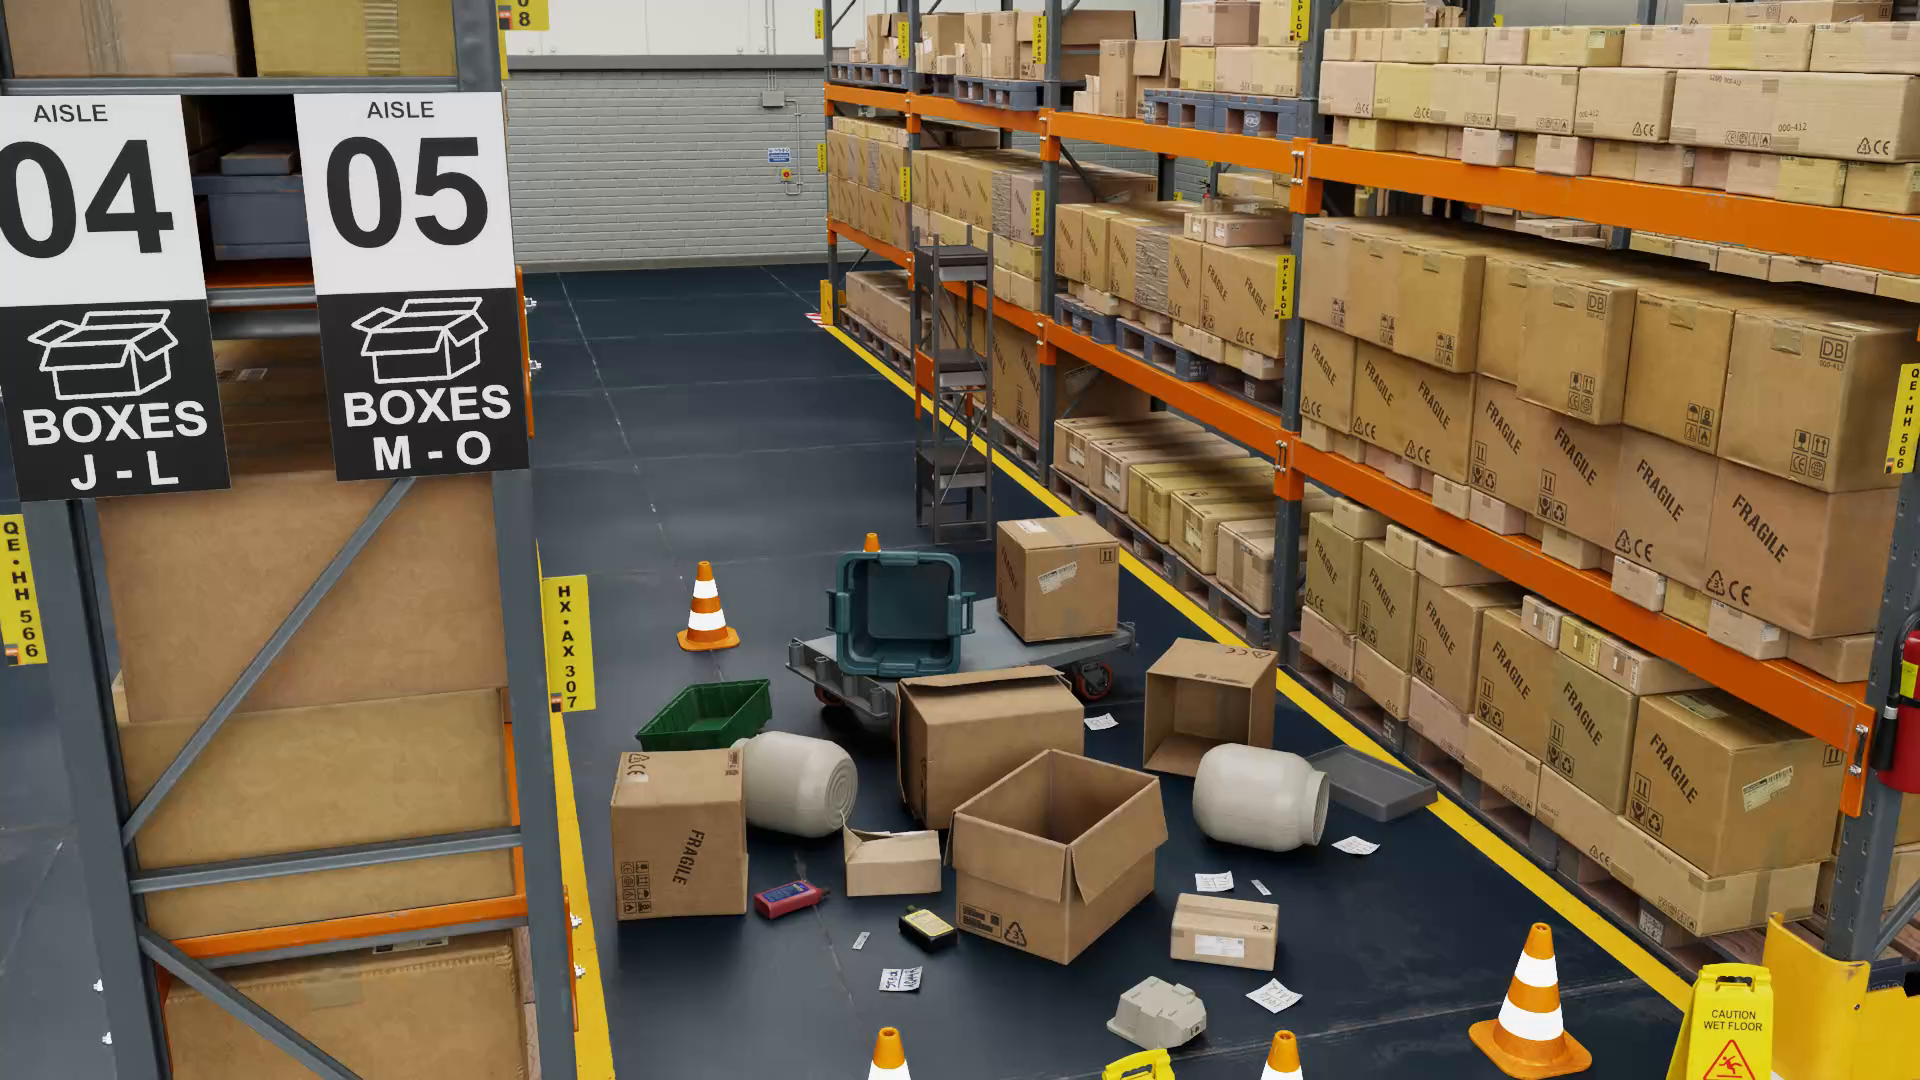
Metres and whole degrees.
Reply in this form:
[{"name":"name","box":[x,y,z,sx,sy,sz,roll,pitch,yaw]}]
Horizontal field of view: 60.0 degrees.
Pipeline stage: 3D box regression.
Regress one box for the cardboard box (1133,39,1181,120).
[{"name":"cardboard box","box":[1.551,-2.965,10.714,0.797,0.503,0.637,-5,17,-15]}]

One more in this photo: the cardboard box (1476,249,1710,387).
[{"name":"cardboard box","box":[2.578,-0.901,6.809,0.700,0.500,0.500,-5,17,-16]}]

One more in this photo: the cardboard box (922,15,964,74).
[{"name":"cardboard box","box":[-0.032,-4.424,14.847,0.500,0.500,0.500,-5,17,-16]}]

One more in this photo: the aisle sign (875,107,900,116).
[{"name":"aisle sign","box":[-0.816,-5.401,19.698,0.394,0.787,0.004,-5,17,-15]}]

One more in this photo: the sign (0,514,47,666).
[{"name":"sign","box":[-1.954,0.105,3.464,0.100,0.325,0.005,-5,17,-15]}]

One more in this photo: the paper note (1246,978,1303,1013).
[{"name":"paper note","box":[1.129,1.632,5.965,0.148,0.019,0.142,-12,20,-34]}]

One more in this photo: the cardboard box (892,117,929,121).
[{"name":"cardboard box","box":[-0.558,-4.732,18.952,0.380,0.149,0.250,-5,17,-16]}]

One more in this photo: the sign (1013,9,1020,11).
[{"name":"sign","box":[0.524,-4.885,15.842,0.100,0.325,0.005,-5,17,-15]}]

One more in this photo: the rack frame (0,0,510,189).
[{"name":"rack frame","box":[-1.429,-2.139,2.932,1.000,3.000,0.127,-5,17,-15]}]

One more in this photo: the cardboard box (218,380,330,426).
[{"name":"cardboard box","box":[-1.733,-0.106,4.452,0.875,0.550,0.550,-5,17,-15]}]

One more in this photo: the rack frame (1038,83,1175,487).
[{"name":"rack frame","box":[1.104,-1.898,12.558,1.000,3.000,0.127,-5,17,-15]}]

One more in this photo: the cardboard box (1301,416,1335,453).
[{"name":"cardboard box","box":[1.982,-0.559,8.536,0.380,0.149,0.250,-5,17,-16]}]

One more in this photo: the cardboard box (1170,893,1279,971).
[{"name":"cardboard box","box":[1.001,1.477,6.276,0.380,0.149,0.250,4,17,13]}]

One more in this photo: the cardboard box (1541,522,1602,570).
[{"name":"cardboard box","box":[2.576,0.000,6.675,0.380,0.149,0.250,-5,17,-16]}]

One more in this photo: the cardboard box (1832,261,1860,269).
[{"name":"cardboard box","box":[6.288,-1.972,11.502,0.380,0.149,0.250,-5,17,-15]}]

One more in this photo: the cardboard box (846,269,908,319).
[{"name":"cardboard box","box":[-0.817,-2.911,19.651,0.875,0.438,0.875,-5,18,-17]}]

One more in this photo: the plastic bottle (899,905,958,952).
[{"name":"plastic bottle","box":[-0.143,1.487,6.397,0.133,0.061,0.283,-12,20,-34]}]

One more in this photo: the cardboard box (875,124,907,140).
[{"name":"cardboard box","box":[-0.676,-4.261,17.383,0.380,0.149,0.250,-5,17,-16]}]

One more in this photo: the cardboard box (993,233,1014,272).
[{"name":"cardboard box","box":[0.582,-2.321,13.358,0.500,0.250,0.500,-5,17,-17]}]

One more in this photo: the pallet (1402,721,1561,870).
[{"name":"pallet","box":[2.761,1.065,7.541,1.003,0.211,1.213,-5,17,-15]}]

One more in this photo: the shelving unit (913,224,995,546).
[{"name":"shelving unit","box":[-0.045,-1.051,11.302,0.431,2.100,0.503,-5,17,-15]}]

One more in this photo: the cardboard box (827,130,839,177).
[{"name":"cardboard box","box":[-1.236,-4.483,19.249,0.500,0.500,0.500,-5,17,-16]}]

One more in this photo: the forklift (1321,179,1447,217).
[{"name":"forklift","box":[3.632,-2.171,13.585,1.130,2.935,3.031,-7,18,-23]}]

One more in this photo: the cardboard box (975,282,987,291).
[{"name":"cardboard box","box":[0.437,-2.227,13.911,0.500,0.250,0.500,-5,17,-16]}]

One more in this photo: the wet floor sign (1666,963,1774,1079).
[{"name":"wet floor sign","box":[2.326,1.579,5.073,0.267,0.644,0.232,1,17,4]}]

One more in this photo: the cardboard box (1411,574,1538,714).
[{"name":"cardboard box","box":[2.405,0.440,7.520,0.500,0.500,0.500,-4,17,-12]}]

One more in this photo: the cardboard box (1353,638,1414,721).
[{"name":"cardboard box","box":[2.264,0.655,8.107,0.500,0.250,0.500,-4,17,-12]}]

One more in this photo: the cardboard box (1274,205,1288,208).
[{"name":"cardboard box","box":[3.902,-3.840,19.459,0.380,0.149,0.250,-4,17,-14]}]

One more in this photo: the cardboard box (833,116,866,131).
[{"name":"cardboard box","box":[-1.263,-4.829,19.273,0.380,0.149,0.250,-4,17,-14]}]

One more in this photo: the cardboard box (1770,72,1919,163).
[{"name":"cardboard box","box":[2.903,-1.313,5.139,0.500,0.250,0.500,-5,17,-16]}]

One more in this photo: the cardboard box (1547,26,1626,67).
[{"name":"cardboard box","box":[2.472,-1.875,6.318,0.380,0.149,0.250,-4,17,-14]}]

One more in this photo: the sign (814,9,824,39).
[{"name":"sign","box":[-1.629,-5.962,19.215,0.100,0.325,0.005,-5,17,-15]}]

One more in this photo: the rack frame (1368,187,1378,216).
[{"name":"rack frame","box":[4.777,-3.398,17.551,1.000,3.000,0.127,-5,17,-15]}]

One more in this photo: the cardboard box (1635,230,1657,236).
[{"name":"cardboard box","box":[5.680,-2.539,13.389,0.380,0.149,0.250,-4,17,-14]}]

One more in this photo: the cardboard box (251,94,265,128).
[{"name":"cardboard box","box":[-2.195,-1.248,4.712,0.380,0.149,0.250,-5,17,-15]}]

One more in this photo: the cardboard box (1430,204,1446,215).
[{"name":"cardboard box","box":[4.789,-3.120,16.130,0.396,0.266,0.258,-4,17,-13]}]

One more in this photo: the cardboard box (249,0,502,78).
[{"name":"cardboard box","box":[-1.315,-1.176,3.779,0.500,0.250,0.500,-5,17,-15]}]

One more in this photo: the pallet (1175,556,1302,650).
[{"name":"pallet","box":[1.988,0.328,9.992,1.003,0.211,1.213,-5,17,-15]}]

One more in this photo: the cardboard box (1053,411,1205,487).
[{"name":"cardboard box","box":[1.250,-0.684,12.352,0.950,0.372,0.625,-6,18,-19]}]

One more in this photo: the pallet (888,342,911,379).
[{"name":"pallet","box":[-0.129,-1.886,17.363,1.003,0.211,1.213,-5,17,-15]}]

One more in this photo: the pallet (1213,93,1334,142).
[{"name":"pallet","box":[2.136,-2.318,9.066,1.213,0.211,1.003,-5,17,-15]}]

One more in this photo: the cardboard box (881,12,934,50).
[{"name":"cardboard box","box":[-0.397,-5.110,16.953,0.797,0.503,0.637,-3,17,-11]}]

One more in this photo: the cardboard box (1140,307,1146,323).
[{"name":"cardboard box","box":[1.403,-1.501,10.942,0.380,0.149,0.250,-4,17,-13]}]

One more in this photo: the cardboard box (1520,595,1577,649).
[{"name":"cardboard box","box":[2.530,0.320,6.790,0.380,0.149,0.250,-4,17,-13]}]

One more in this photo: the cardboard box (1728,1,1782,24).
[{"name":"cardboard box","box":[6.075,-3.674,12.177,0.700,0.500,0.500,-5,17,-16]}]

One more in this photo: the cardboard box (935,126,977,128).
[{"name":"cardboard box","box":[-0.038,-4.161,17.050,0.380,0.149,0.250,-5,17,-16]}]

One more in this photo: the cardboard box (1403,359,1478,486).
[{"name":"cardboard box","box":[2.342,-0.562,7.417,0.500,0.500,0.500,-5,17,-16]}]

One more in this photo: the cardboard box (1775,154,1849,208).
[{"name":"cardboard box","box":[2.836,-1.145,5.271,0.380,0.149,0.250,-5,17,-15]}]

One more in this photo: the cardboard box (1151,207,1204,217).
[{"name":"cardboard box","box":[1.649,-2.044,11.622,0.500,0.500,0.500,-5,17,-16]}]

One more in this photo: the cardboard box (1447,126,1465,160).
[{"name":"cardboard box","box":[2.339,-1.719,7.182,0.380,0.149,0.250,-5,18,-17]}]

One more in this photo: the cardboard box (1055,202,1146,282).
[{"name":"cardboard box","box":[1.005,-2.147,11.965,0.500,0.500,0.500,-5,17,-17]}]

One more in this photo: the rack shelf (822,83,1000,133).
[{"name":"rack shelf","box":[-0.545,-4.650,17.755,1.077,0.370,4.000,-5,17,-15]}]

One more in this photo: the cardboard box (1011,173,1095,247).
[{"name":"cardboard box","box":[0.711,-2.547,12.807,0.500,0.500,0.500,-5,17,-17]}]
